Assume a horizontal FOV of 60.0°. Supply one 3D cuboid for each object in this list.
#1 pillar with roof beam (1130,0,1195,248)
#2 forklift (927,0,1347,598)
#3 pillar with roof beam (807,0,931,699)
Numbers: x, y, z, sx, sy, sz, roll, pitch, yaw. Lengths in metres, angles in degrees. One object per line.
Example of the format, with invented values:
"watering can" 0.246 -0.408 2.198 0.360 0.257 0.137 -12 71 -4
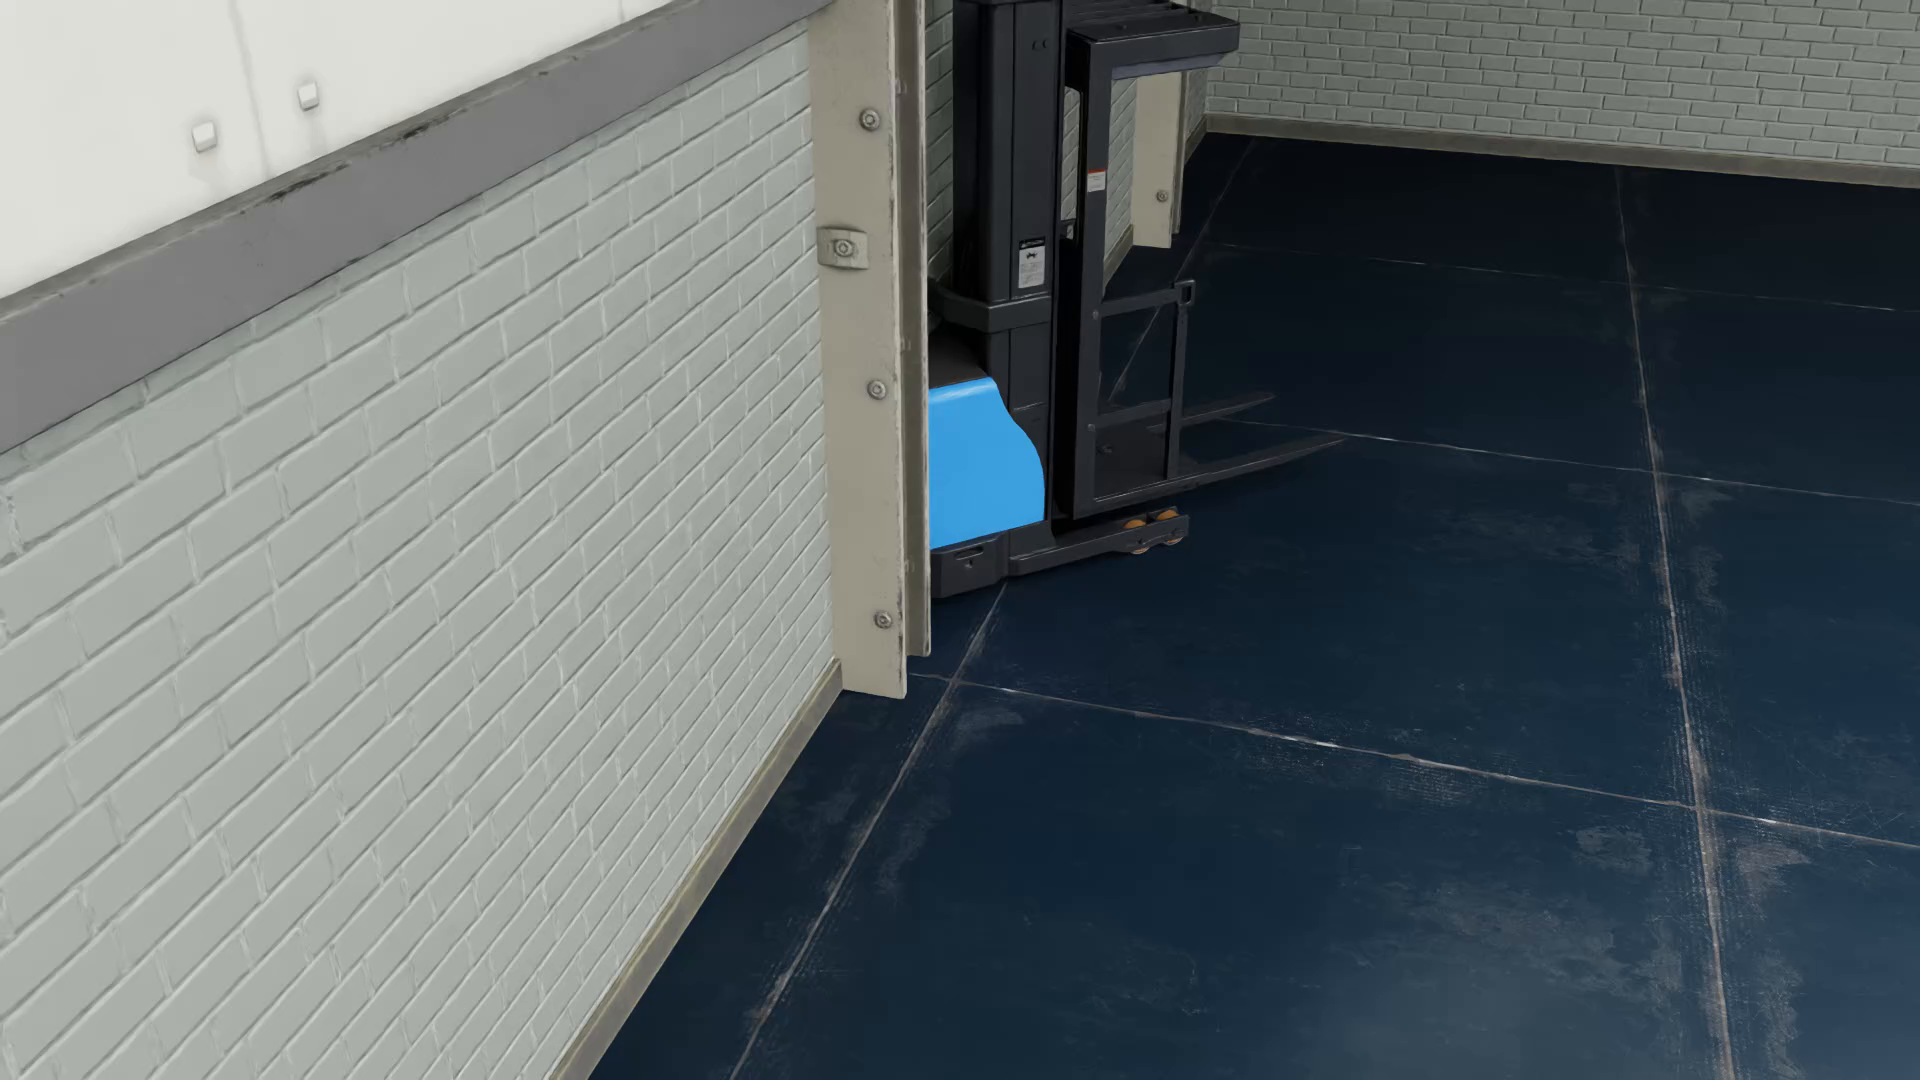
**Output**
"pillar with roof beam" 5.544 -5.546 8.963 9.100 9.000 0.400 8 30 15
"forklift" 0.551 -1.423 7.794 3.031 2.935 1.130 -15 32 -24
"pillar with roof beam" 3.783 -2.758 3.950 9.100 9.000 0.400 8 30 15
